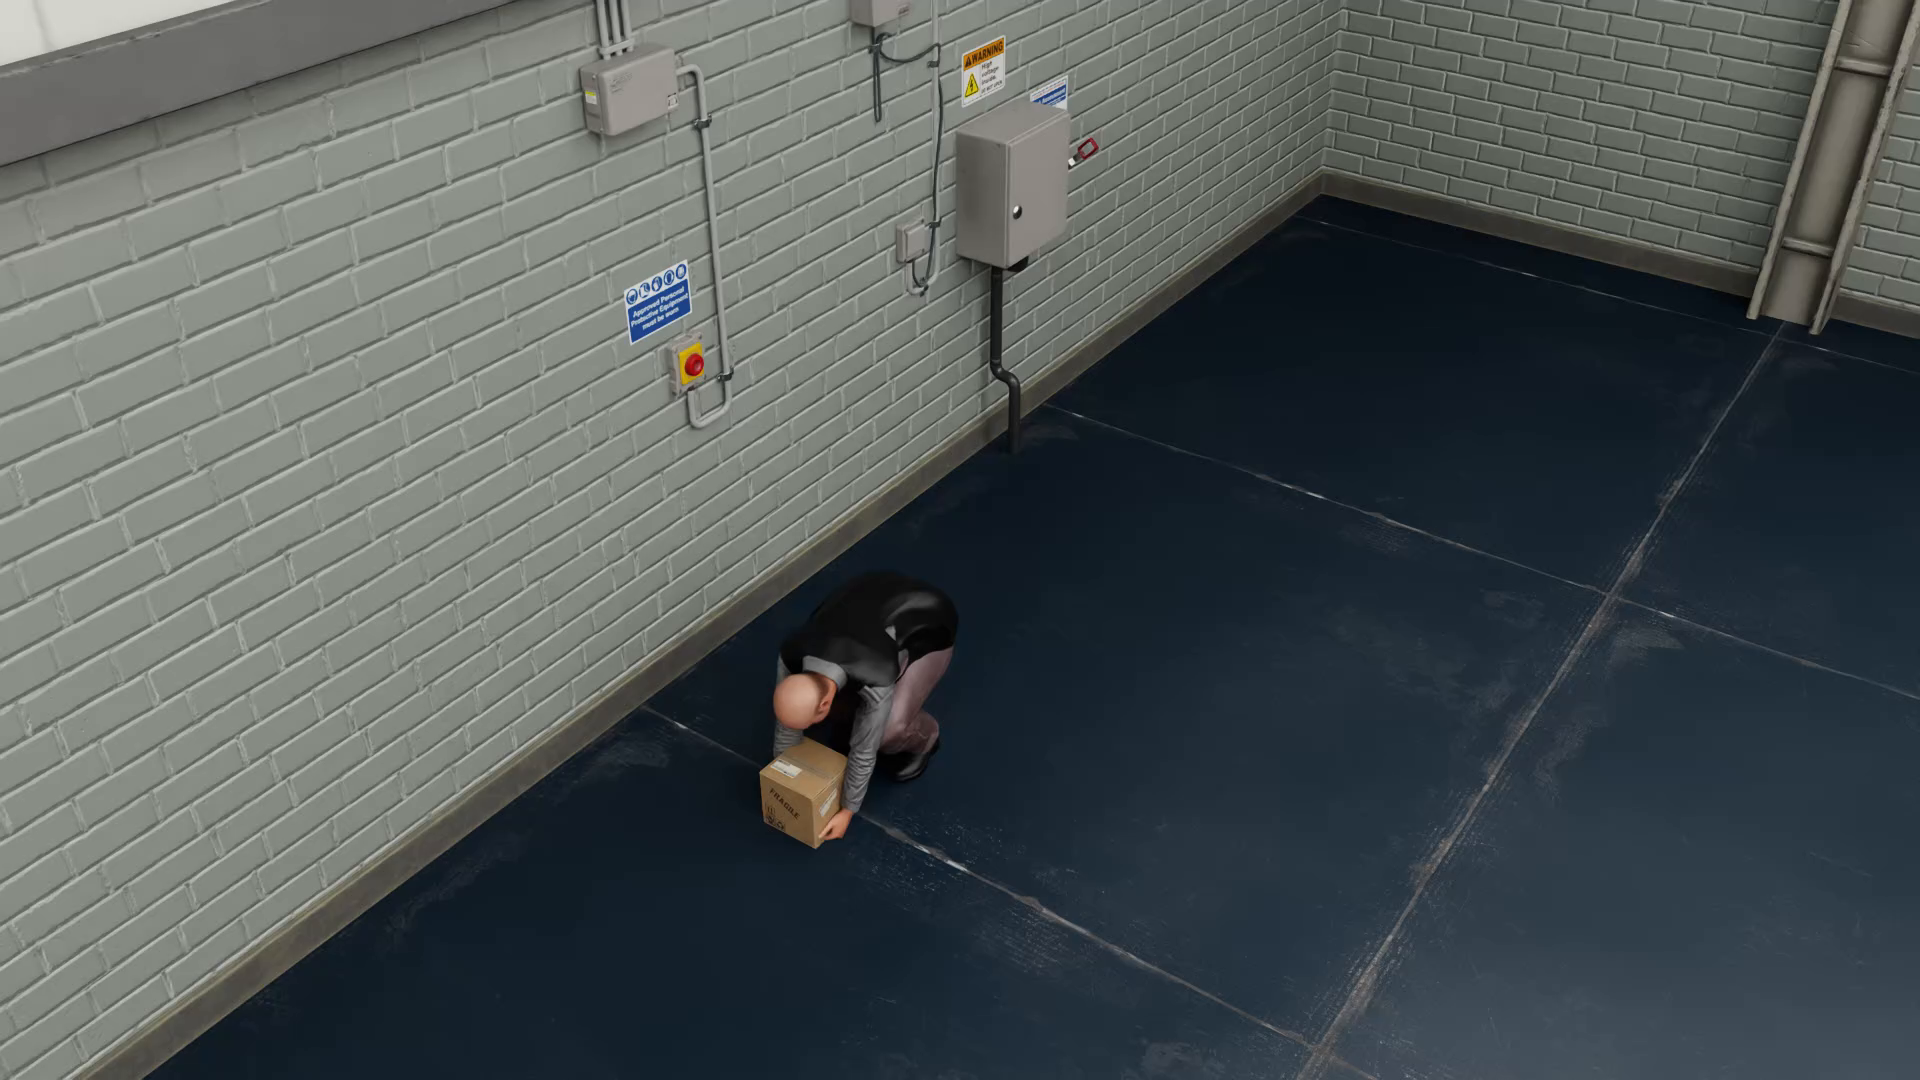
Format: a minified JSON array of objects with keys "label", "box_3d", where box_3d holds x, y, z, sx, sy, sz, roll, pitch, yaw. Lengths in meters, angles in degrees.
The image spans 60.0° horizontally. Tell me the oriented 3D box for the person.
[{"label":"person","box_3d":[-0.375,0.575,6.176,0.505,0.795,0.942,20,39,27]}]
